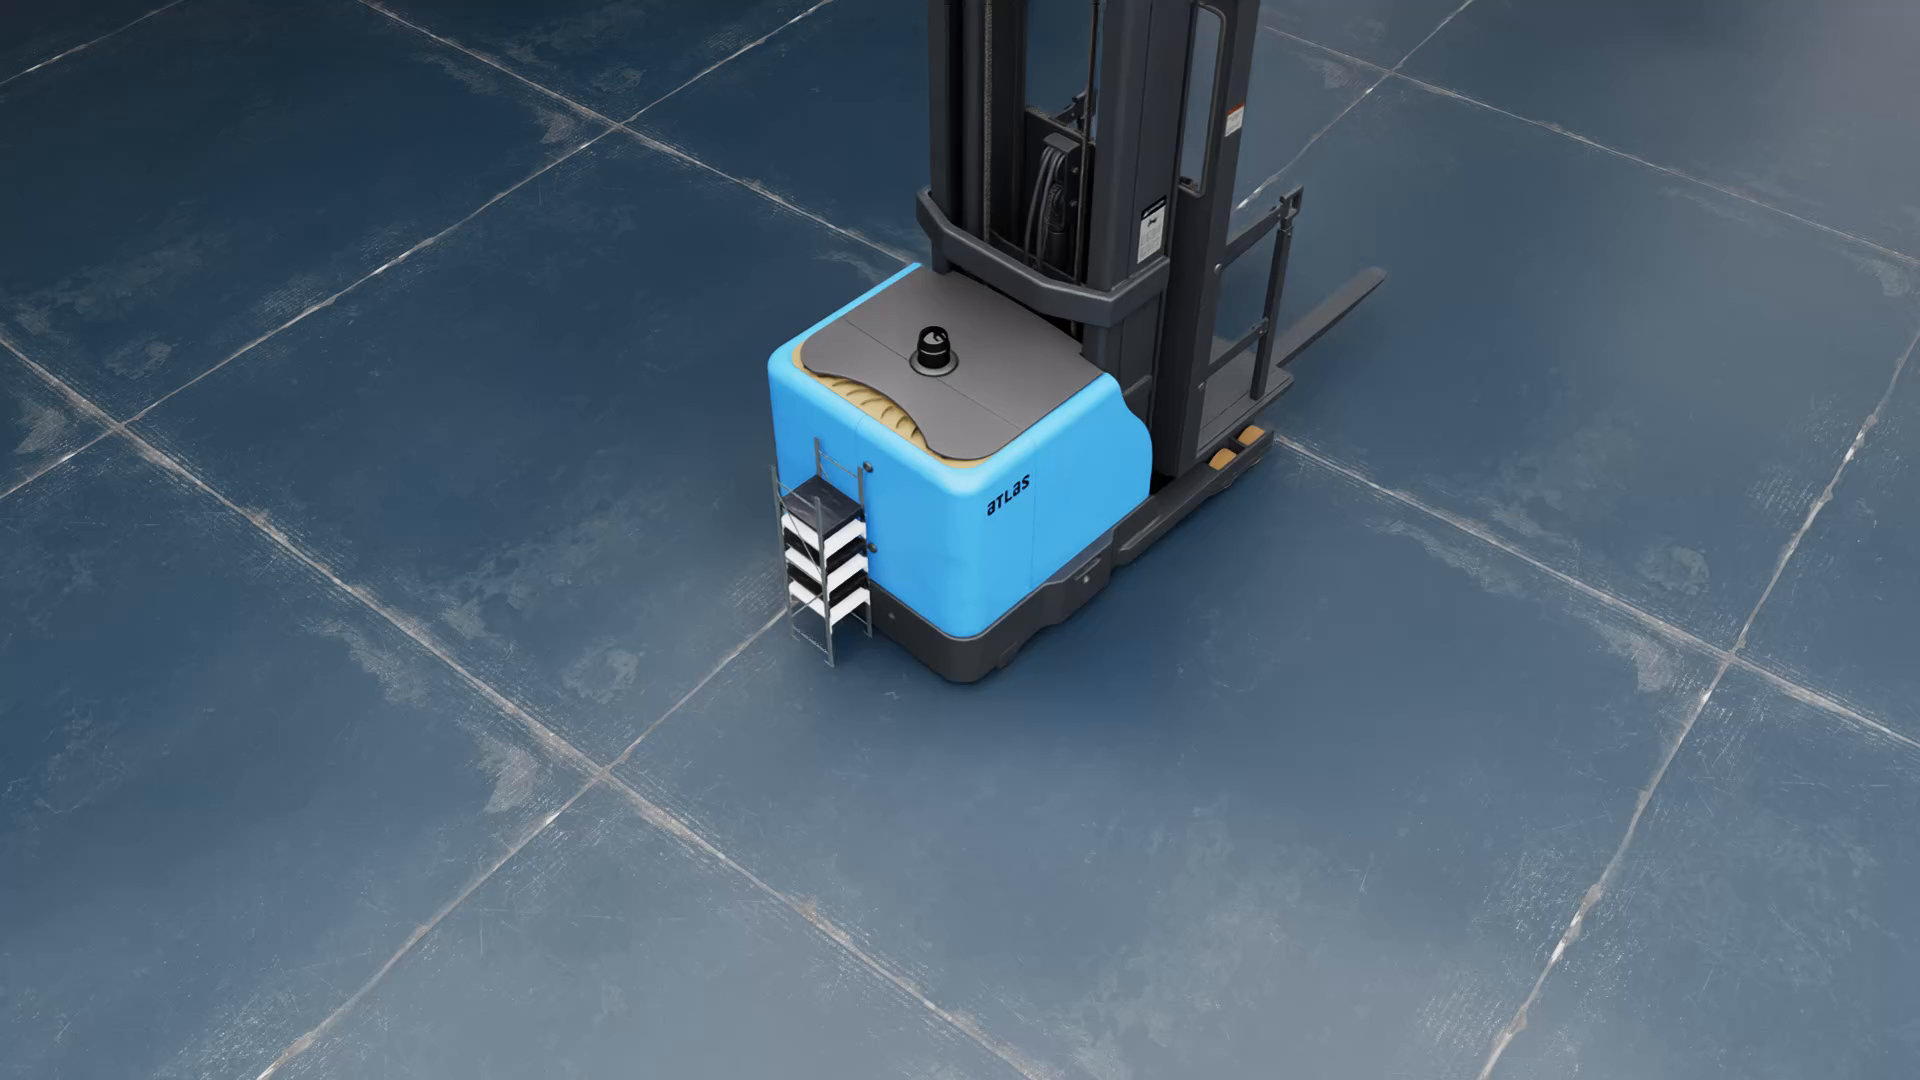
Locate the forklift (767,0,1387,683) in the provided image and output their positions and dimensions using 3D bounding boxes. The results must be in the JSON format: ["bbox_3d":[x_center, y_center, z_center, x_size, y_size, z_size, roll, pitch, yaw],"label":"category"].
[{"bbox_3d":[0.676,-1.459,6.117,1.130,2.935,3.031,34,55,28],"label":"forklift"}]

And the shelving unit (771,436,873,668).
[{"bbox_3d":[-0.496,0.060,6.071,0.258,0.900,0.210,34,55,28],"label":"shelving unit"}]

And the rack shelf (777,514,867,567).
[{"bbox_3d":[-0.496,-0.042,5.965,0.258,0.077,0.200,34,55,28],"label":"rack shelf"}]

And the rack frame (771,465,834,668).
[{"bbox_3d":[-0.565,0.113,6.020,0.240,0.900,0.006,34,55,28],"label":"rack frame"}]

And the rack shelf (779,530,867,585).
[{"bbox_3d":[-0.496,0.020,6.030,0.258,0.077,0.200,34,55,28],"label":"rack shelf"}]

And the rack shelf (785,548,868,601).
[{"bbox_3d":[-0.496,0.083,6.095,0.258,0.077,0.200,34,55,28],"label":"rack shelf"}]

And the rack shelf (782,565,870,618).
[{"bbox_3d":[-0.496,0.145,6.160,0.258,0.077,0.200,34,55,28],"label":"rack shelf"}]

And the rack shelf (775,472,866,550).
[{"bbox_3d":[-0.496,-0.104,5.900,0.258,0.077,0.200,34,55,28],"label":"rack shelf"}]

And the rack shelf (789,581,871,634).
[{"bbox_3d":[-0.496,0.207,6.225,0.258,0.077,0.200,34,55,28],"label":"rack shelf"}]

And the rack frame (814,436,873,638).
[{"bbox_3d":[-0.426,0.006,6.122,0.240,0.900,0.006,34,55,28],"label":"rack frame"}]
